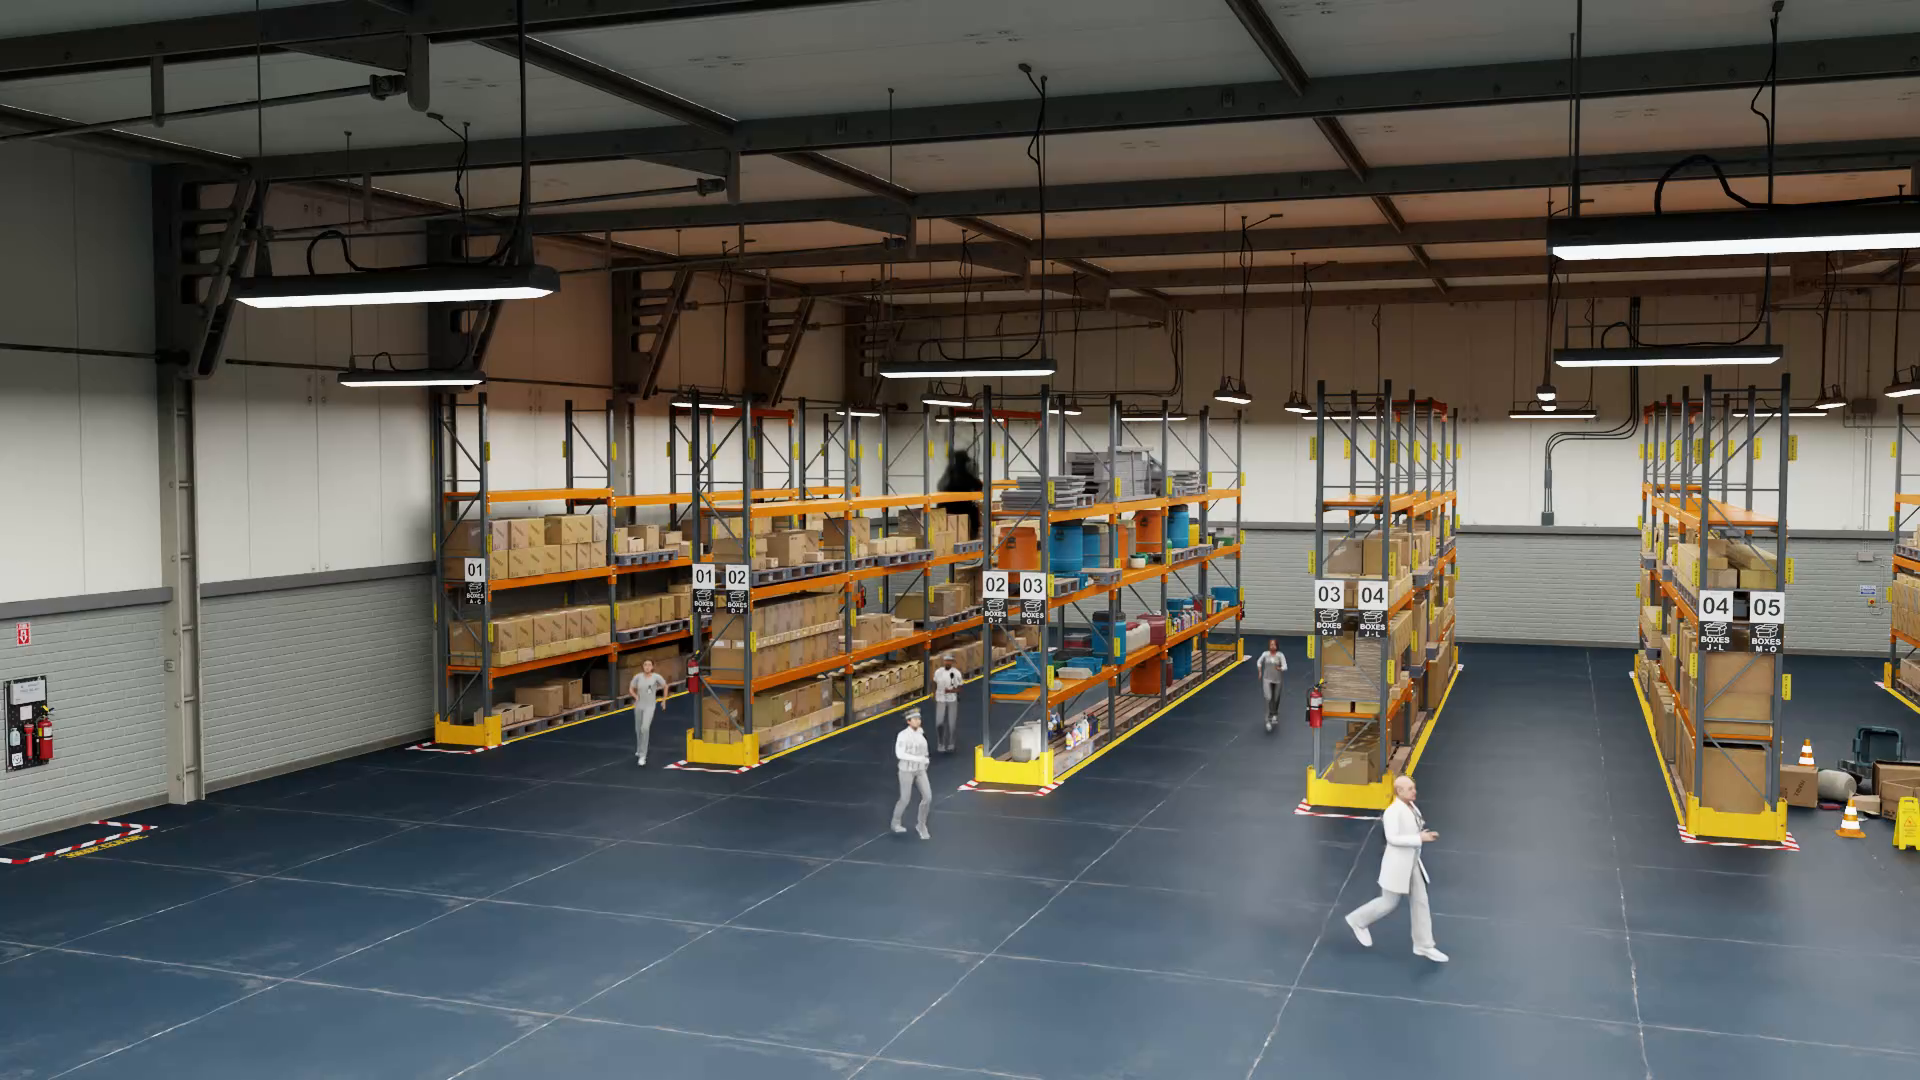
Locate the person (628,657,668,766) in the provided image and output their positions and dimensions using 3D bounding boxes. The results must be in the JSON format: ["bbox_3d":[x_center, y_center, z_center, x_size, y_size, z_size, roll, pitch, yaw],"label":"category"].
[{"bbox_3d":[-5.053,2.739,26.891,0.615,1.700,0.846,0,3,6],"label":"person"}]

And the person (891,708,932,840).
[{"bbox_3d":[-0.600,3.033,21.493,0.632,1.760,0.722,-3,4,-42],"label":"person"}]

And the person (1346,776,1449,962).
[{"bbox_3d":[4.332,3.249,16.425,1.059,1.673,0.703,3,4,41],"label":"person"}]

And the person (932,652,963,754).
[{"bbox_3d":[-0.225,2.693,27.526,0.546,1.695,0.675,0,3,8],"label":"person"}]

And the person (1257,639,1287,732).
[{"bbox_3d":[5.631,2.598,29.986,0.517,1.615,0.784,0,3,6],"label":"person"}]
